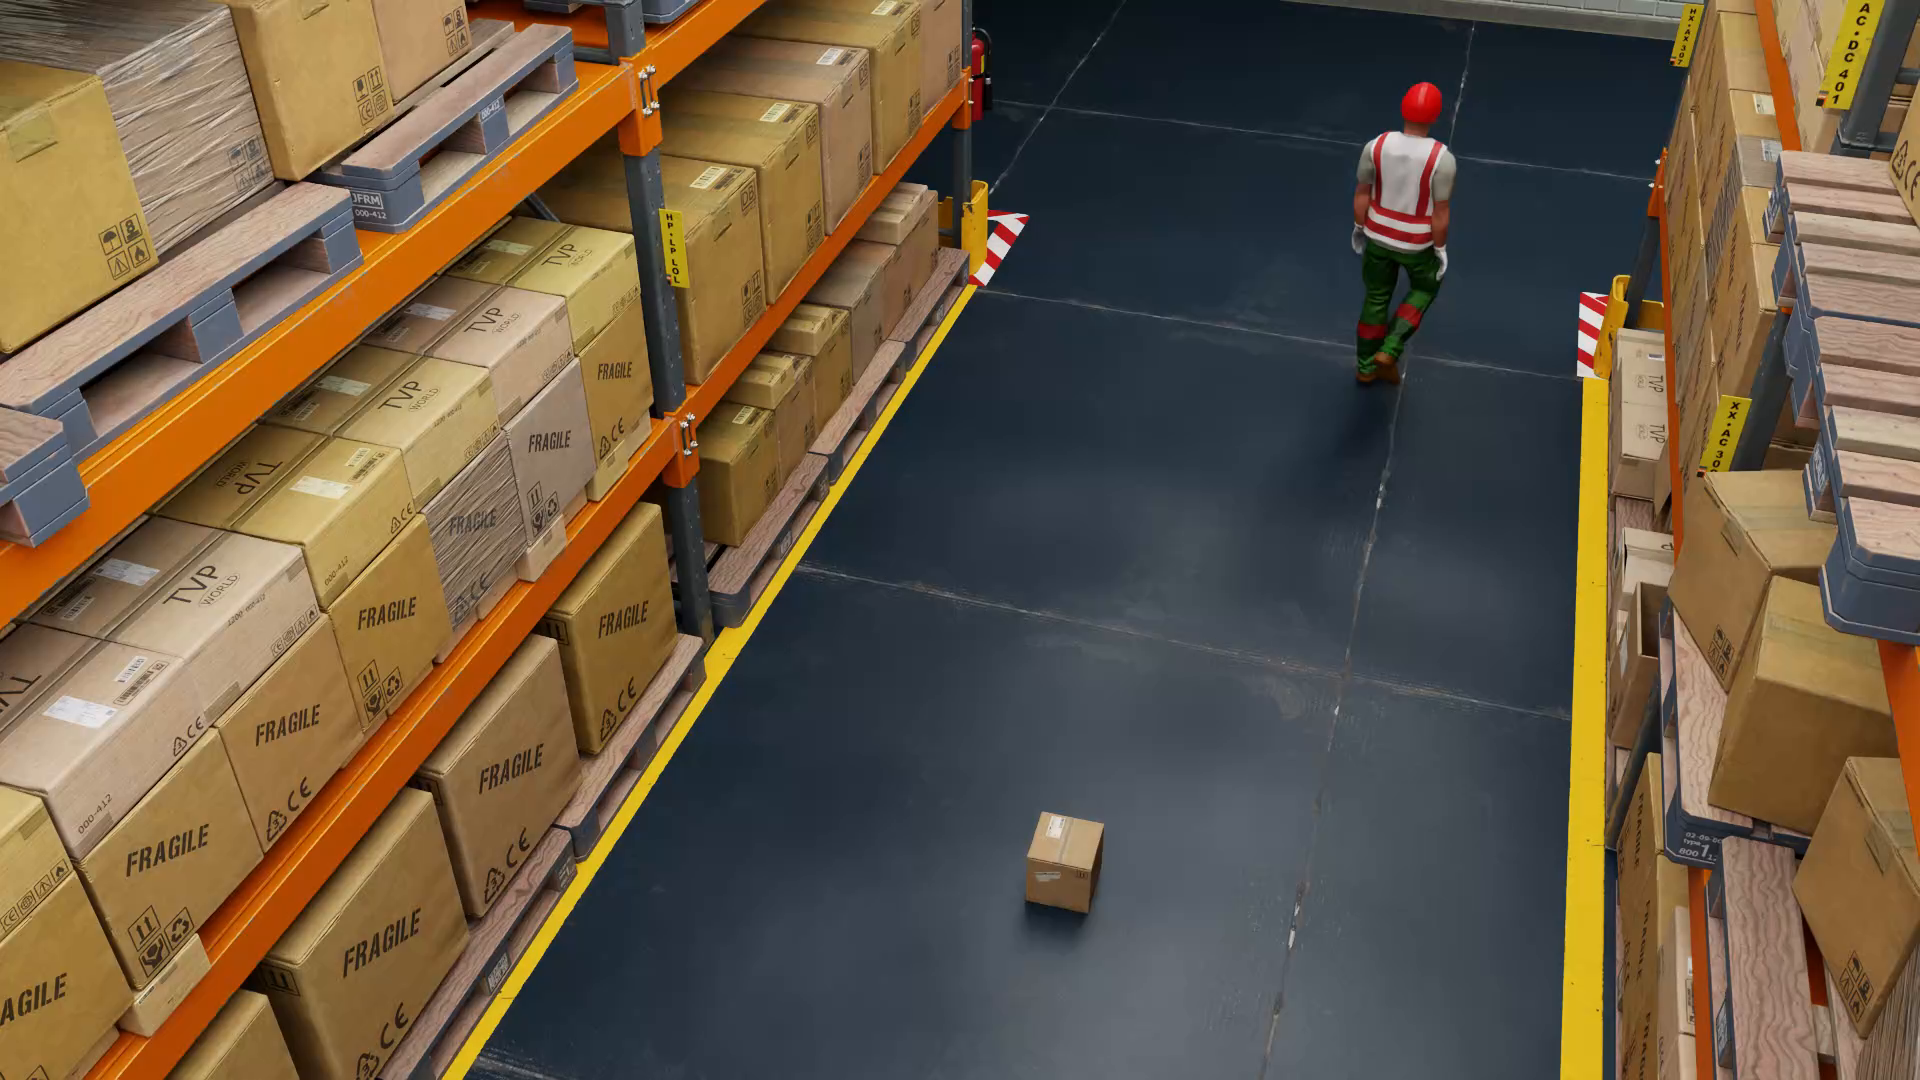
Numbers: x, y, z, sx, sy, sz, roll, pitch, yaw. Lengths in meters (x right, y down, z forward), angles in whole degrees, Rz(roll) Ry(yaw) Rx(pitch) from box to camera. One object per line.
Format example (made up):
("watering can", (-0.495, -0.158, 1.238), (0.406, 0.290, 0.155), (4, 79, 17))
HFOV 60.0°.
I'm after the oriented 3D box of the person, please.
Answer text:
("person", (2.404, -1.644, 9.033), (0.567, 1.778, 0.496), (21, 42, 26))
